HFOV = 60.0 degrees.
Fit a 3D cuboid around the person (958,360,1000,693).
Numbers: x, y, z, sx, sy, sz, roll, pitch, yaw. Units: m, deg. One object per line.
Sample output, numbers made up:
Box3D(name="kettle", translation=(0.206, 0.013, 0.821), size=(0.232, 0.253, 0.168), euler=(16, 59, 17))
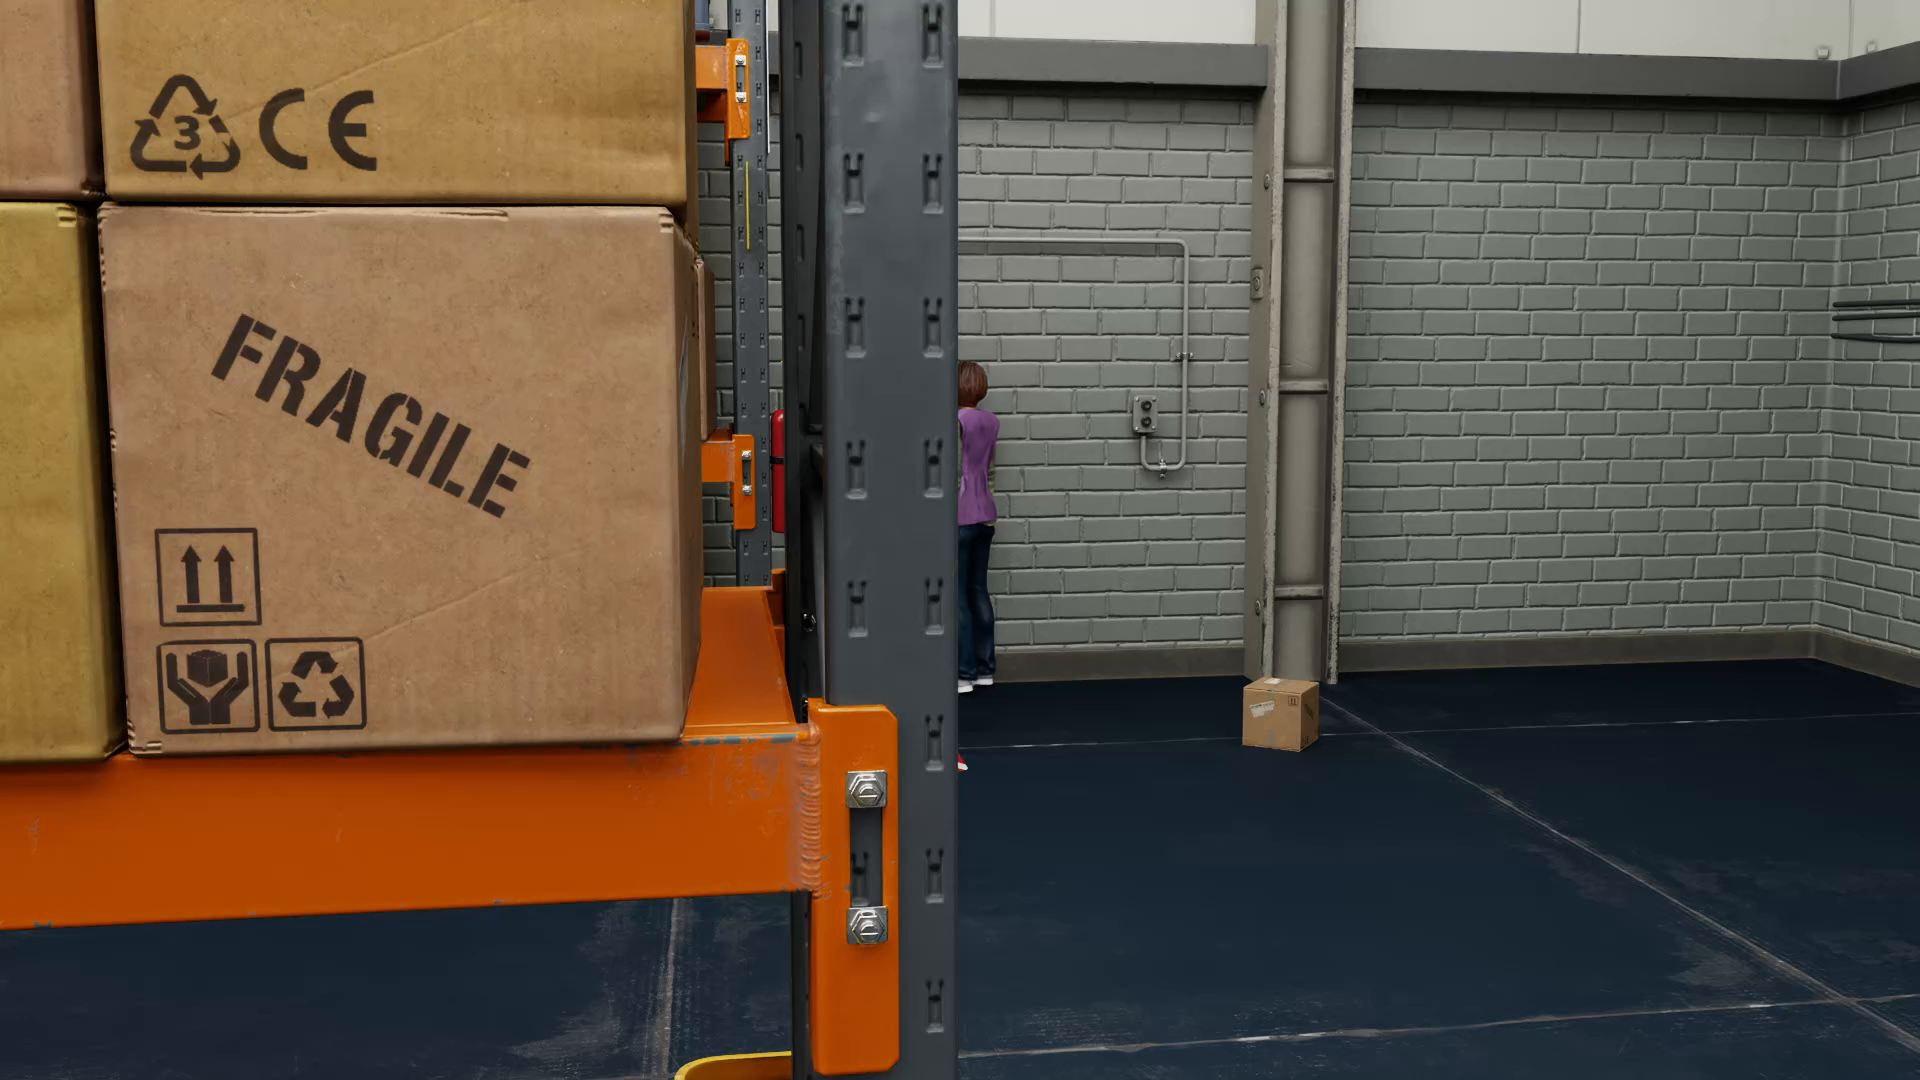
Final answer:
Box3D(name="person", translation=(0.008, -0.065, 8.050), size=(0.319, 1.604, 0.410), euler=(5, 9, 38))
